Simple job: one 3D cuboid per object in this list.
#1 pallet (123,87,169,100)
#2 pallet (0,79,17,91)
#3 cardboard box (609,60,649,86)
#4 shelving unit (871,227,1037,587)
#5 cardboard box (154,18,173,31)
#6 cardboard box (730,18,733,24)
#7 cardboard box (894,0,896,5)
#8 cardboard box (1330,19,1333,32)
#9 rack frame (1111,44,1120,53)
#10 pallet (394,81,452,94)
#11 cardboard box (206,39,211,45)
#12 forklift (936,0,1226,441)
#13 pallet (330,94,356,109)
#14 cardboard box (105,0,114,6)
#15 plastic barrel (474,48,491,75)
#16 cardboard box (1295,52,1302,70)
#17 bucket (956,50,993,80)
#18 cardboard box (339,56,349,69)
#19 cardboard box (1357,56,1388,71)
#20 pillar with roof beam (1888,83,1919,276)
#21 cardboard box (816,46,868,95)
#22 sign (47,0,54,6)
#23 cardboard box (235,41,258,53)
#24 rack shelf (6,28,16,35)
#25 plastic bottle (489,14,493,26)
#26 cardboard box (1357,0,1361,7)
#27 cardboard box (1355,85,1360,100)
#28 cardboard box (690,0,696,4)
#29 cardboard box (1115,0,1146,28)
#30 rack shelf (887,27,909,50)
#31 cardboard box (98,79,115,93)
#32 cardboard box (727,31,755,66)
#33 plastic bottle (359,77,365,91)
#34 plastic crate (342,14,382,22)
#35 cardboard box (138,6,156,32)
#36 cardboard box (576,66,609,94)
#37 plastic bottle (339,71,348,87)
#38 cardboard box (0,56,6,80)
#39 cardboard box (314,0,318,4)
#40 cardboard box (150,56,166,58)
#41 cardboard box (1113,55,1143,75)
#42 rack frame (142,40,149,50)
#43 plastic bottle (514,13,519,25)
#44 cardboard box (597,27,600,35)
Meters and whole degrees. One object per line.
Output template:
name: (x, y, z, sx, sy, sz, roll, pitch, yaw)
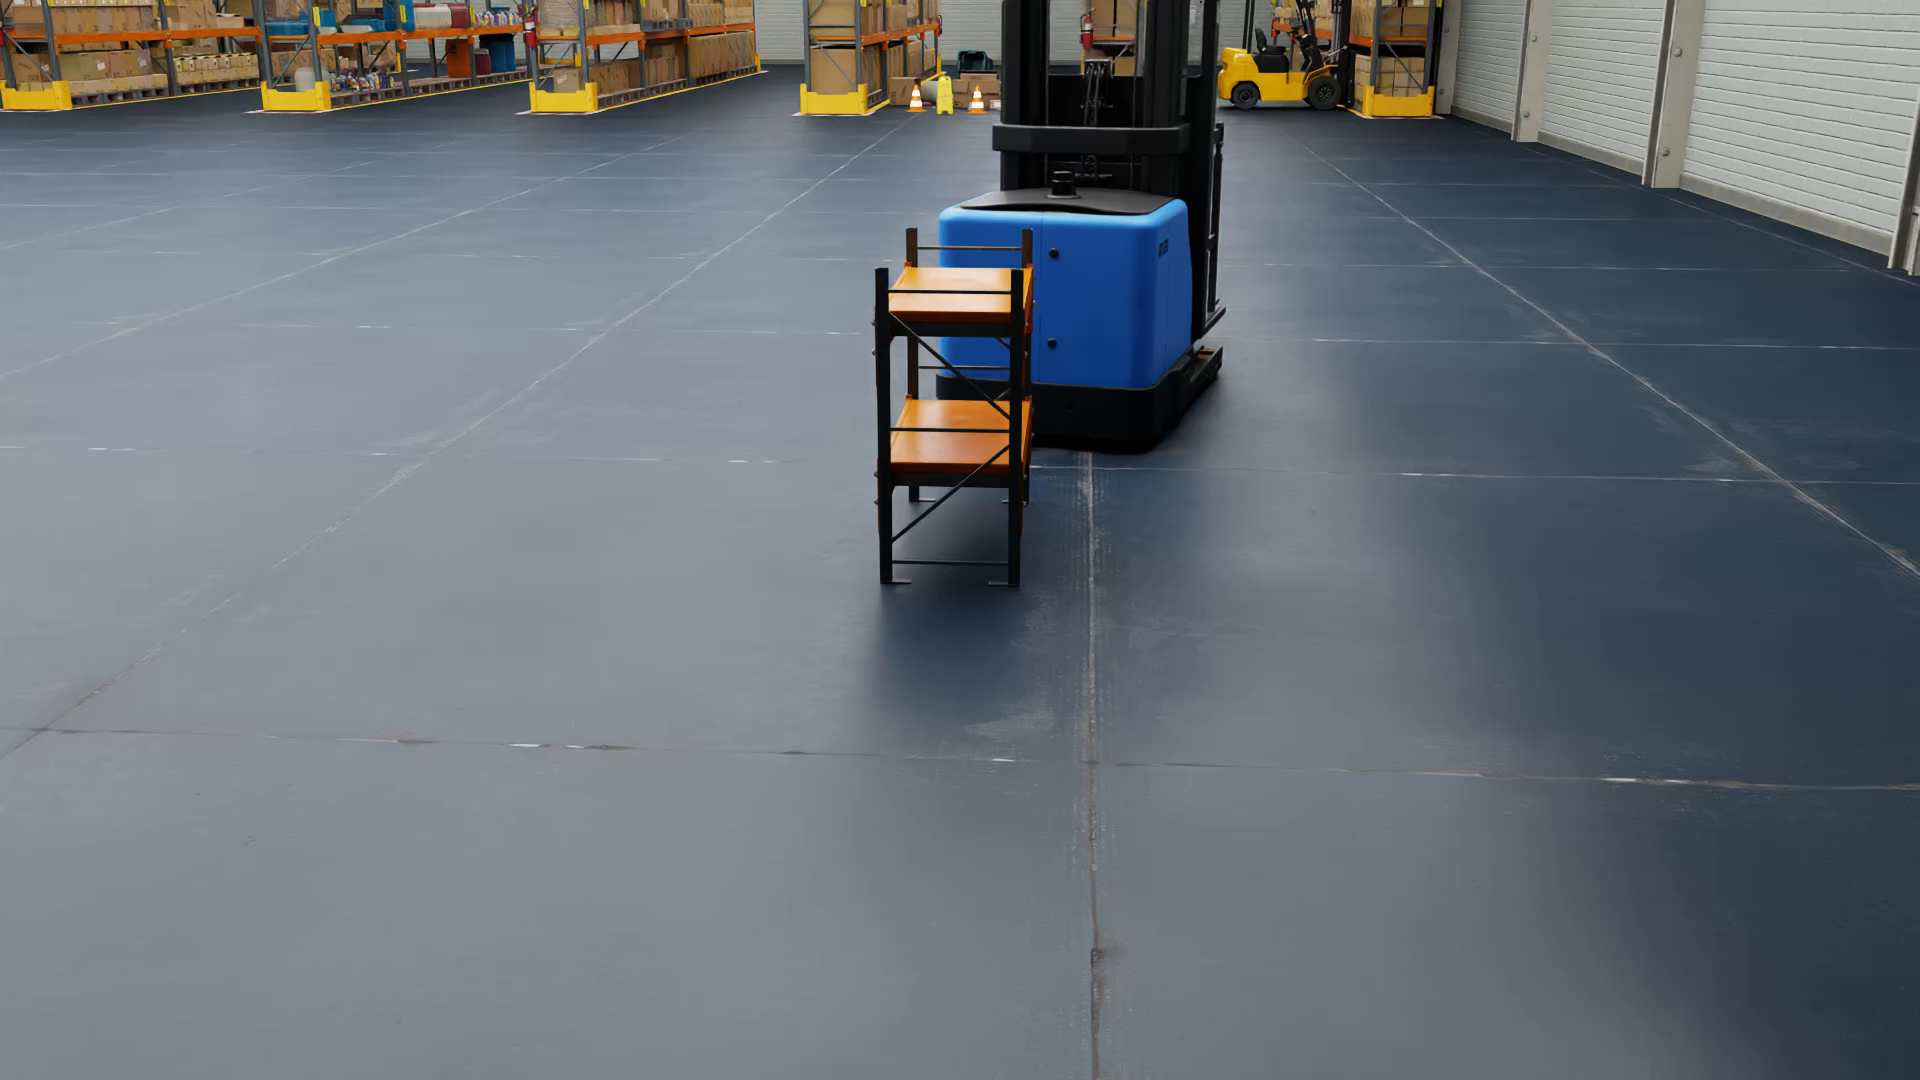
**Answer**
pallet: (-16.877, -9.088, 33.818, 1.003, 0.211, 1.213, 1, 18, 4)
pallet: (-21.581, -10.065, 36.800, 1.003, 0.211, 1.213, 1, 18, 4)
cardboard box: (-6.833, -9.648, 34.357, 0.700, 0.500, 0.500, 0, 18, 0)
shelving unit: (0.000, -0.537, 6.254, 0.538, 1.125, 1.048, 1, 18, 4)
cardboard box: (-16.787, -10.741, 34.628, 0.500, 0.250, 0.500, 2, 18, 7)
cardboard box: (-5.935, -13.050, 41.834, 0.380, 0.149, 0.250, 2, 18, 6)
cardboard box: (-1.748, -11.763, 35.738, 0.700, 0.500, 0.500, 1, 18, 3)
cardboard box: (7.743, -10.353, 33.442, 0.500, 0.250, 0.500, 1, 18, 4)
rack frame: (2.986, -10.215, 32.781, 1.000, 3.000, 0.127, 1, 18, 4)
pallet: (-11.736, -9.847, 36.134, 1.003, 0.211, 1.213, 1, 18, 4)
cardboard box: (-20.637, -13.551, 45.261, 0.380, 0.149, 0.250, 1, 18, 3)
forklift: (0.818, -2.264, 8.624, 1.130, 2.935, 3.031, 6, 19, 17)
pallet: (-12.103, -8.256, 31.281, 1.003, 0.211, 1.213, 1, 18, 4)
cardboard box: (-16.693, -10.448, 32.290, 0.380, 0.149, 0.250, 2, 18, 6)
plastic barrel: (-11.453, -11.346, 39.430, 0.600, 0.588, 0.708, 1, 18, 4)
cardboard box: (8.224, -11.291, 39.404, 0.500, 0.500, 0.500, 1, 18, 3)
bucket: (0.332, -9.367, 33.009, 0.726, 0.611, 0.620, 8, 10, 23)
cardboard box: (-15.959, -12.200, 42.451, 0.500, 0.311, 0.500, 1, 18, 4)
cardboard box: (7.403, -8.540, 29.804, 0.500, 0.250, 0.500, 2, 18, 5)
pillar with roof beam: (3.015, -6.416, 11.552, 9.100, 9.000, 0.400, 1, 18, 4)
cardboard box: (-2.201, -8.727, 30.978, 0.875, 0.875, 0.875, 1, 18, 3)
sign: (-16.512, -9.851, 30.153, 0.100, 0.325, 0.005, 1, 18, 4)
cardboard box: (-16.659, -11.592, 39.086, 0.500, 0.250, 0.500, 2, 18, 6)
rack shelf: (-21.576, -11.047, 36.476, 1.077, 0.370, 4.000, 1, 18, 4)
plastic bottle: (-11.080, -12.249, 39.196, 0.097, 0.271, 0.097, 0, 18, 0)
cardboard box: (7.522, -9.888, 30.581, 0.380, 0.149, 0.250, 1, 18, 3)
cardboard box: (7.414, -8.063, 29.955, 0.500, 0.250, 0.500, 1, 18, 4)
cardboard box: (-6.493, -12.632, 38.385, 0.797, 0.503, 0.637, 2, 18, 5)
cardboard box: (3.010, -9.303, 29.358, 0.500, 0.500, 0.500, 1, 18, 3)
rack shelf: (-1.815, -10.574, 35.030, 1.077, 0.370, 4.000, 1, 18, 4)
cardboard box: (-16.737, -8.782, 32.147, 0.500, 0.250, 0.500, 1, 18, 4)
cardboard box: (-6.004, -13.153, 44.484, 0.875, 0.875, 0.875, 1, 18, 4)
plastic bottle: (-11.660, -8.880, 32.381, 0.097, 0.271, 0.097, 0, 18, 0)
plastic crate: (-12.003, -10.358, 33.316, 0.767, 0.338, 0.504, 1, 18, 4)
cardboard box: (-16.804, -10.568, 33.698, 0.700, 0.500, 0.500, 1, 18, 2)
cardboard box: (-7.051, -8.780, 31.740, 0.500, 0.500, 0.500, 3, 18, 9)
plastic bottle: (-12.324, -9.197, 33.222, 0.144, 0.351, 0.185, 1, 18, 2)
cardboard box: (-21.593, -10.495, 36.941, 0.700, 0.500, 0.500, 1, 18, 4)
cardboard box: (-16.427, -13.829, 42.043, 0.500, 0.500, 0.500, 1, 18, 4)
cardboard box: (-17.005, -10.112, 35.307, 0.500, 0.311, 0.500, 2, 18, 5)
cardboard box: (3.034, -8.474, 30.004, 0.500, 0.500, 0.500, 1, 18, 2)
rack frame: (-21.146, -13.253, 42.051, 1.000, 3.000, 0.127, 1, 18, 4)
plastic bottle: (-10.971, -12.843, 41.000, 0.152, 0.276, 0.135, 1, 18, 4)
cardboard box: (-6.859, -9.391, 30.668, 0.380, 0.149, 0.250, 1, 18, 4)
